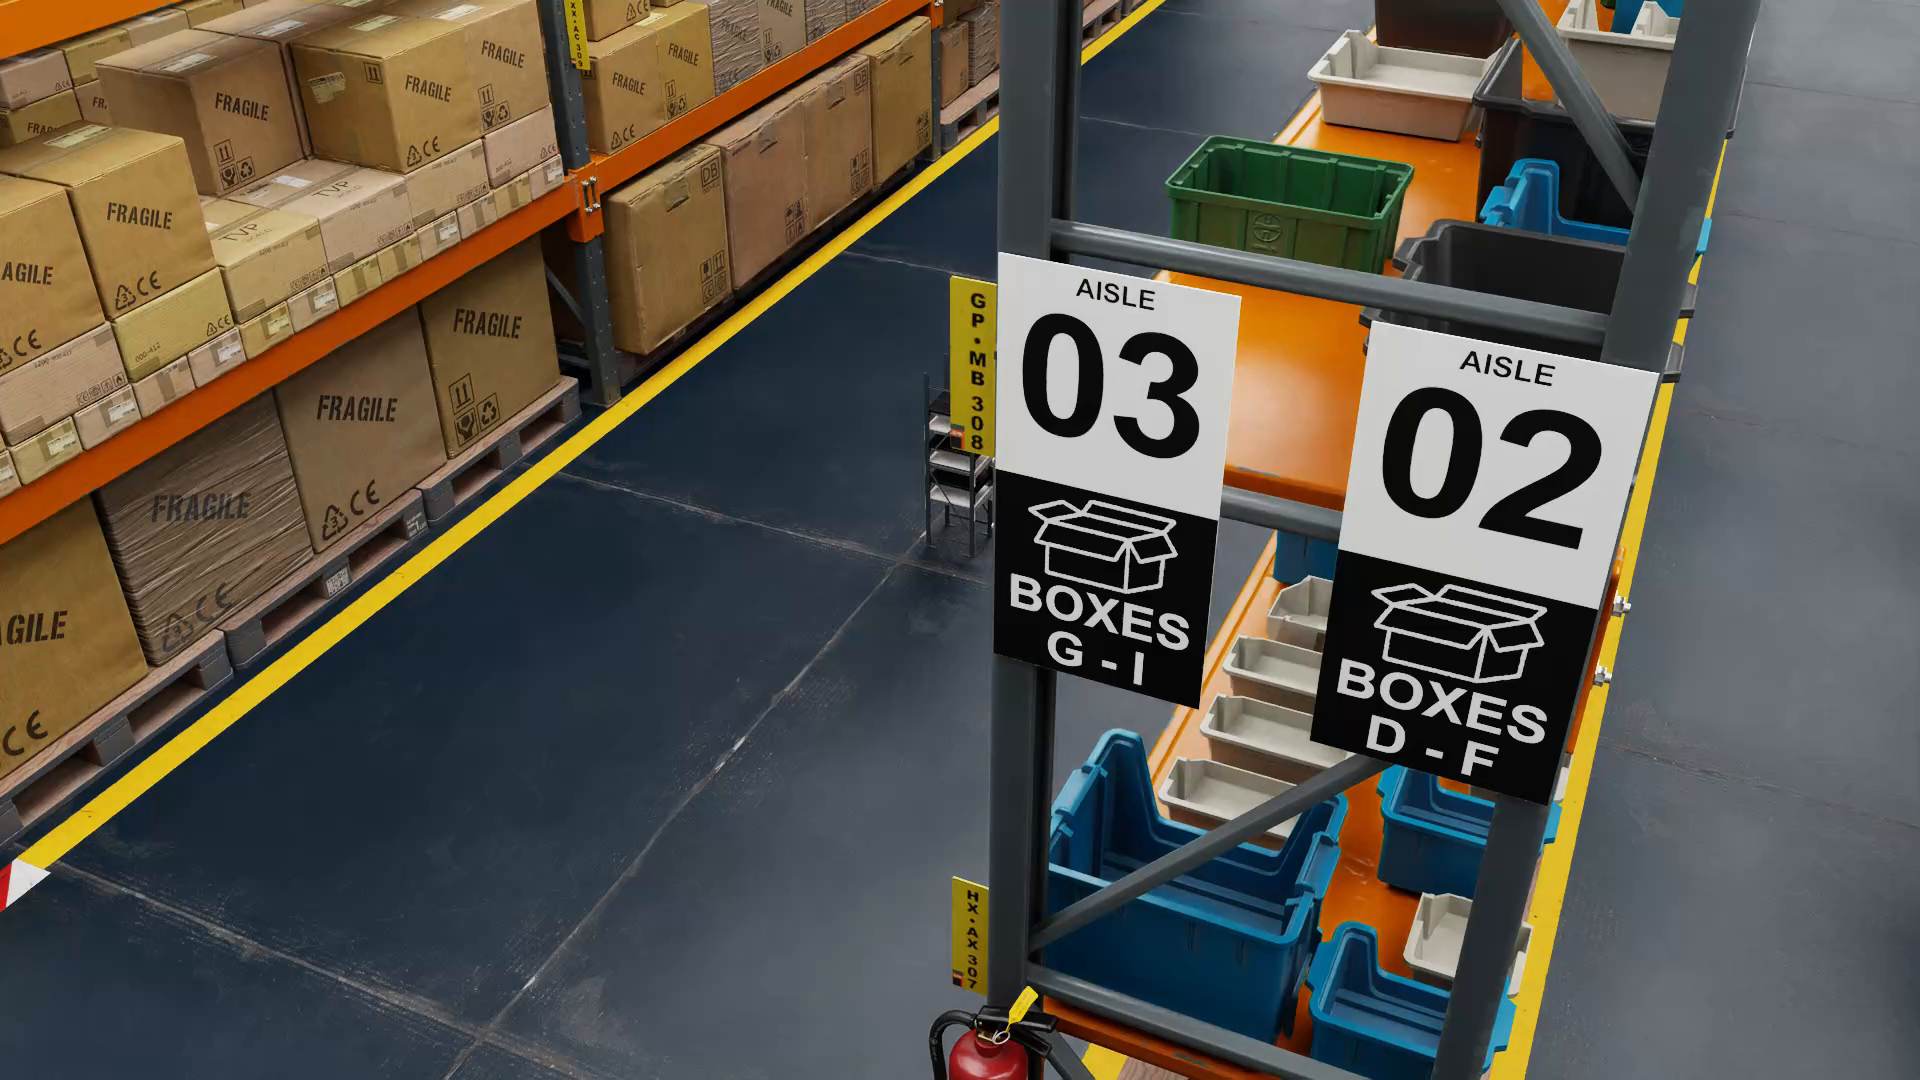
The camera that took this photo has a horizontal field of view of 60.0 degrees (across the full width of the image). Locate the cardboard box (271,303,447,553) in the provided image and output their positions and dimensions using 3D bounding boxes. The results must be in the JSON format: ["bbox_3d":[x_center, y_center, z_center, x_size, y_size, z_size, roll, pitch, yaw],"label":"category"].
[{"bbox_3d":[-3.014,-0.616,7.509,0.875,0.875,0.875,14,36,20],"label":"cardboard box"}]

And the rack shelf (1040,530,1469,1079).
[{"bbox_3d":[1.373,0.345,5.144,1.077,0.370,4.000,14,36,20],"label":"rack shelf"}]

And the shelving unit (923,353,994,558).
[{"bbox_3d":[-0.003,-0.372,7.497,0.258,0.900,0.210,14,36,20],"label":"shelving unit"}]

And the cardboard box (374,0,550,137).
[{"bbox_3d":[-2.238,-2.173,7.510,0.500,0.500,0.500,15,36,22],"label":"cardboard box"}]

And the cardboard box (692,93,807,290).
[{"bbox_3d":[-1.666,-2.143,9.838,1.225,0.875,0.875,13,35,19],"label":"cardboard box"}]

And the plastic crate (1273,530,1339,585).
[{"bbox_3d":[1.163,0.004,5.106,0.416,0.233,0.300,14,36,20],"label":"plastic crate"}]

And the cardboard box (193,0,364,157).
[{"bbox_3d":[-2.934,-2.040,7.307,0.500,0.500,0.500,14,36,20],"label":"cardboard box"}]

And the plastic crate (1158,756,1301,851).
[{"bbox_3d":[0.713,0.678,4.166,0.396,0.136,0.243,14,36,20],"label":"plastic crate"}]

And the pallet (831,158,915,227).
[{"bbox_3d":[-1.014,-2.538,11.429,1.003,0.211,1.213,14,36,20],"label":"pallet"}]

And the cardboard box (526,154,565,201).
[{"bbox_3d":[-2.119,-1.756,7.921,0.380,0.149,0.250,14,36,21],"label":"cardboard box"}]

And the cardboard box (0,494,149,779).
[{"bbox_3d":[-3.767,0.280,6.142,0.875,0.875,0.875,14,36,20],"label":"cardboard box"}]

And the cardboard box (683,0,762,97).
[{"bbox_3d":[-1.450,-2.801,9.195,0.500,0.500,0.500,13,36,19],"label":"cardboard box"}]

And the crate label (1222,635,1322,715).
[{"bbox_3d":[0.942,0.393,4.601,0.396,0.136,0.243,14,36,20],"label":"crate label"}]

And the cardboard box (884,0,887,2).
[{"bbox_3d":[-0.597,-3.819,10.748,0.500,0.500,0.500,15,36,22],"label":"cardboard box"}]

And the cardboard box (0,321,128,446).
[{"bbox_3d":[-3.305,-0.595,5.787,0.500,0.250,0.500,14,36,20],"label":"cardboard box"}]

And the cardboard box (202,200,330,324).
[{"bbox_3d":[-2.878,-1.105,6.566,0.500,0.250,0.500,13,36,20],"label":"cardboard box"}]

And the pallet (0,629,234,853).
[{"bbox_3d":[-3.699,0.654,6.560,1.003,0.211,1.213,14,36,20],"label":"pallet"}]

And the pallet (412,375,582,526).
[{"bbox_3d":[-2.678,-0.561,8.413,1.003,0.211,1.213,14,36,20],"label":"pallet"}]

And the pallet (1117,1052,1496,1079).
[{"bbox_3d":[0.917,1.805,4.805,1.003,0.211,1.213,14,36,20],"label":"pallet"}]

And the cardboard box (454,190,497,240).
[{"bbox_3d":[-2.334,-1.500,7.531,0.380,0.149,0.250,14,36,20],"label":"cardboard box"}]

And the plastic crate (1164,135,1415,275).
[{"bbox_3d":[0.690,-0.682,3.512,0.450,0.188,0.336,14,36,20],"label":"plastic crate"}]

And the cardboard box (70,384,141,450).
[{"bbox_3d":[-3.193,-0.477,5.972,0.380,0.149,0.250,14,36,20],"label":"cardboard box"}]

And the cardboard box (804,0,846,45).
[{"bbox_3d":[-1.025,-3.313,9.975,0.500,0.500,0.500,13,35,19],"label":"cardboard box"}]

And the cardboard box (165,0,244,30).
[{"bbox_3d":[-5.554,-3.808,12.034,0.500,0.250,0.500,15,36,22],"label":"cardboard box"}]

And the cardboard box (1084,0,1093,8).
[{"bbox_3d":[0.782,-4.910,14.381,0.700,0.500,0.500,11,35,17],"label":"cardboard box"}]

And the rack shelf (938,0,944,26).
[{"bbox_3d":[0.221,-4.775,12.953,1.077,0.370,4.000,14,36,20],"label":"rack shelf"}]

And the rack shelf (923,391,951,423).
[{"bbox_3d":[-0.003,-0.570,7.367,0.258,0.077,0.200,14,36,20],"label":"rack shelf"}]

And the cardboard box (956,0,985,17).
[{"bbox_3d":[-0.150,-4.139,12.522,0.500,0.250,0.500,18,37,26],"label":"cardboard box"}]

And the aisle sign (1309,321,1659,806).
[{"bbox_3d":[0.776,0.058,2.556,0.394,0.787,0.004,14,36,20],"label":"aisle sign"}]

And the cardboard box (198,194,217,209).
[{"bbox_3d":[-3.361,-1.226,6.749,0.500,0.250,0.500,14,36,21],"label":"cardboard box"}]

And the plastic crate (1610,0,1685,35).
[{"bbox_3d":[2.119,-1.609,4.886,0.416,0.233,0.300,14,36,20],"label":"plastic crate"}]

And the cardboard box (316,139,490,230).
[{"bbox_3d":[-2.449,-1.611,7.337,0.500,0.250,0.500,15,36,22],"label":"cardboard box"}]

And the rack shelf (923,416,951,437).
[{"bbox_3d":[-0.003,-0.495,7.417,0.258,0.077,0.200,14,36,20],"label":"rack shelf"}]

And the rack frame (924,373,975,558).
[{"bbox_3d":[-0.046,-0.322,7.420,0.240,0.900,0.006,14,36,20],"label":"rack frame"}]

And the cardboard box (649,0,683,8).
[{"bbox_3d":[-1.731,-3.208,8.901,0.797,0.503,0.637,15,36,21],"label":"cardboard box"}]

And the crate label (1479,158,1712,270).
[{"bbox_3d":[1.216,-0.537,3.233,0.408,0.251,0.502,14,36,20],"label":"crate label"}]

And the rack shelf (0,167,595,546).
[{"bbox_3d":[-3.126,-0.791,6.877,1.077,0.370,4.000,14,36,20],"label":"rack shelf"}]

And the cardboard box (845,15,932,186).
[{"bbox_3d":[-0.923,-3.028,11.187,1.225,0.875,0.875,13,35,18],"label":"cardboard box"}]

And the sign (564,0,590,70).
[{"bbox_3d":[-1.784,-2.356,7.746,0.100,0.325,0.005,14,36,20],"label":"sign"}]

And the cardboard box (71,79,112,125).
[{"bbox_3d":[-5.982,-2.977,11.452,0.500,0.500,0.500,16,36,23],"label":"cardboard box"}]

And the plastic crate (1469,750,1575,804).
[{"bbox_3d":[1.432,0.600,4.285,0.250,0.136,0.298,14,36,20],"label":"plastic crate"}]

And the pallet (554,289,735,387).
[{"bbox_3d":[-2.034,-1.323,9.575,1.003,0.211,1.213,14,36,20],"label":"pallet"}]

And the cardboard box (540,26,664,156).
[{"bbox_3d":[-1.869,-2.301,8.433,0.500,0.500,0.500,14,36,21],"label":"cardboard box"}]

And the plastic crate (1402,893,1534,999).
[{"bbox_3d":[1.148,0.938,3.770,0.250,0.136,0.298,14,36,20],"label":"plastic crate"}]

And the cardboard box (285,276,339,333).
[{"bbox_3d":[-2.764,-0.989,6.752,0.380,0.149,0.250,15,36,21],"label":"cardboard box"}]

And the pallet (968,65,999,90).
[{"bbox_3d":[0.225,-3.908,13.518,1.003,0.211,1.213,14,36,20],"label":"pallet"}]

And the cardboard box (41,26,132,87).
[{"bbox_3d":[-5.982,-3.293,11.249,0.500,0.250,0.500,15,36,22],"label":"cardboard box"}]

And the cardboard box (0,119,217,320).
[{"bbox_3d":[-3.096,-1.156,5.960,0.500,0.500,0.500,13,35,19],"label":"cardboard box"}]

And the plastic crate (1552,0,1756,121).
[{"bbox_3d":[1.744,-1.197,4.213,0.437,0.282,0.530,14,36,20],"label":"plastic crate"}]

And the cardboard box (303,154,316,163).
[{"bbox_3d":[-2.936,-1.729,7.517,0.500,0.250,0.500,14,36,20],"label":"cardboard box"}]

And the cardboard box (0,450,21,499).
[{"bbox_3d":[-3.408,-0.220,5.579,0.380,0.149,0.250,14,36,20],"label":"cardboard box"}]

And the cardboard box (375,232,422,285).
[{"bbox_3d":[-2.549,-1.243,7.139,0.380,0.149,0.250,15,36,21],"label":"cardboard box"}]

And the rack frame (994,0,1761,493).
[{"bbox_3d":[0.536,-1.468,1.782,1.000,3.000,0.127,14,36,20],"label":"rack frame"}]

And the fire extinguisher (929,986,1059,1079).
[{"bbox_3d":[0.060,1.200,3.595,0.296,0.674,0.183,14,36,20],"label":"fire extinguisher"}]

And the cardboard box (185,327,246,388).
[{"bbox_3d":[-2.978,-0.733,6.361,0.380,0.149,0.250,14,36,20],"label":"cardboard box"}]

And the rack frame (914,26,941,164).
[{"bbox_3d":[-0.615,-4.080,11.237,1.000,3.000,0.127,14,36,20],"label":"rack frame"}]

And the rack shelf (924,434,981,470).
[{"bbox_3d":[-0.003,-0.420,7.466,0.258,0.077,0.200,14,36,20],"label":"rack shelf"}]

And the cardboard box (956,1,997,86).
[{"bbox_3d":[-0.133,-3.836,12.743,0.700,0.500,0.500,11,35,17],"label":"cardboard box"}]

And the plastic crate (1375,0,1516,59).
[{"bbox_3d":[1.441,-1.595,4.831,0.497,0.269,0.590,14,36,20],"label":"plastic crate"}]
